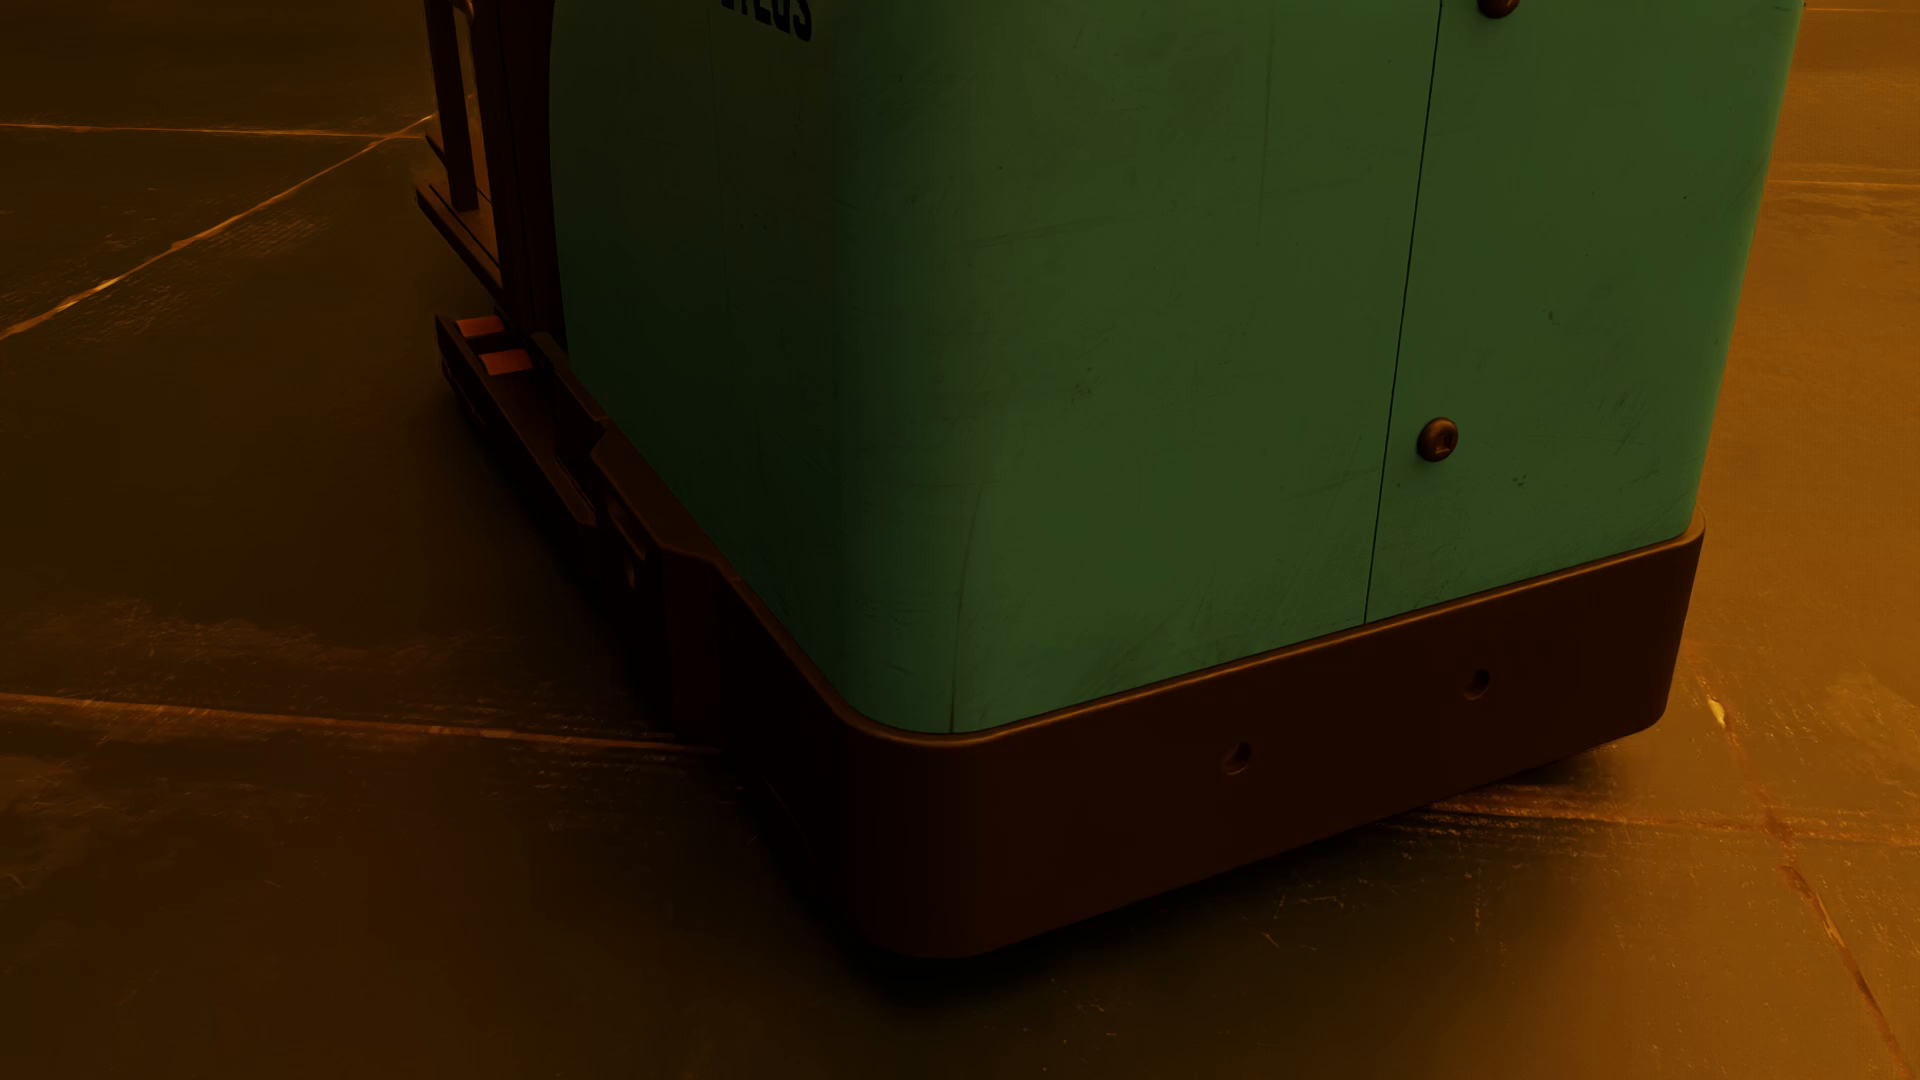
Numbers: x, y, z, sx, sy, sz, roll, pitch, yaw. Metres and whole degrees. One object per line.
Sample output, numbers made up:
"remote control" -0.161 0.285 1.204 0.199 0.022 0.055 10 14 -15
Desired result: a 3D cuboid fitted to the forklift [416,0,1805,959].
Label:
"forklift" -0.278 -1.548 2.319 1.130 2.935 3.031 -13 29 -24
